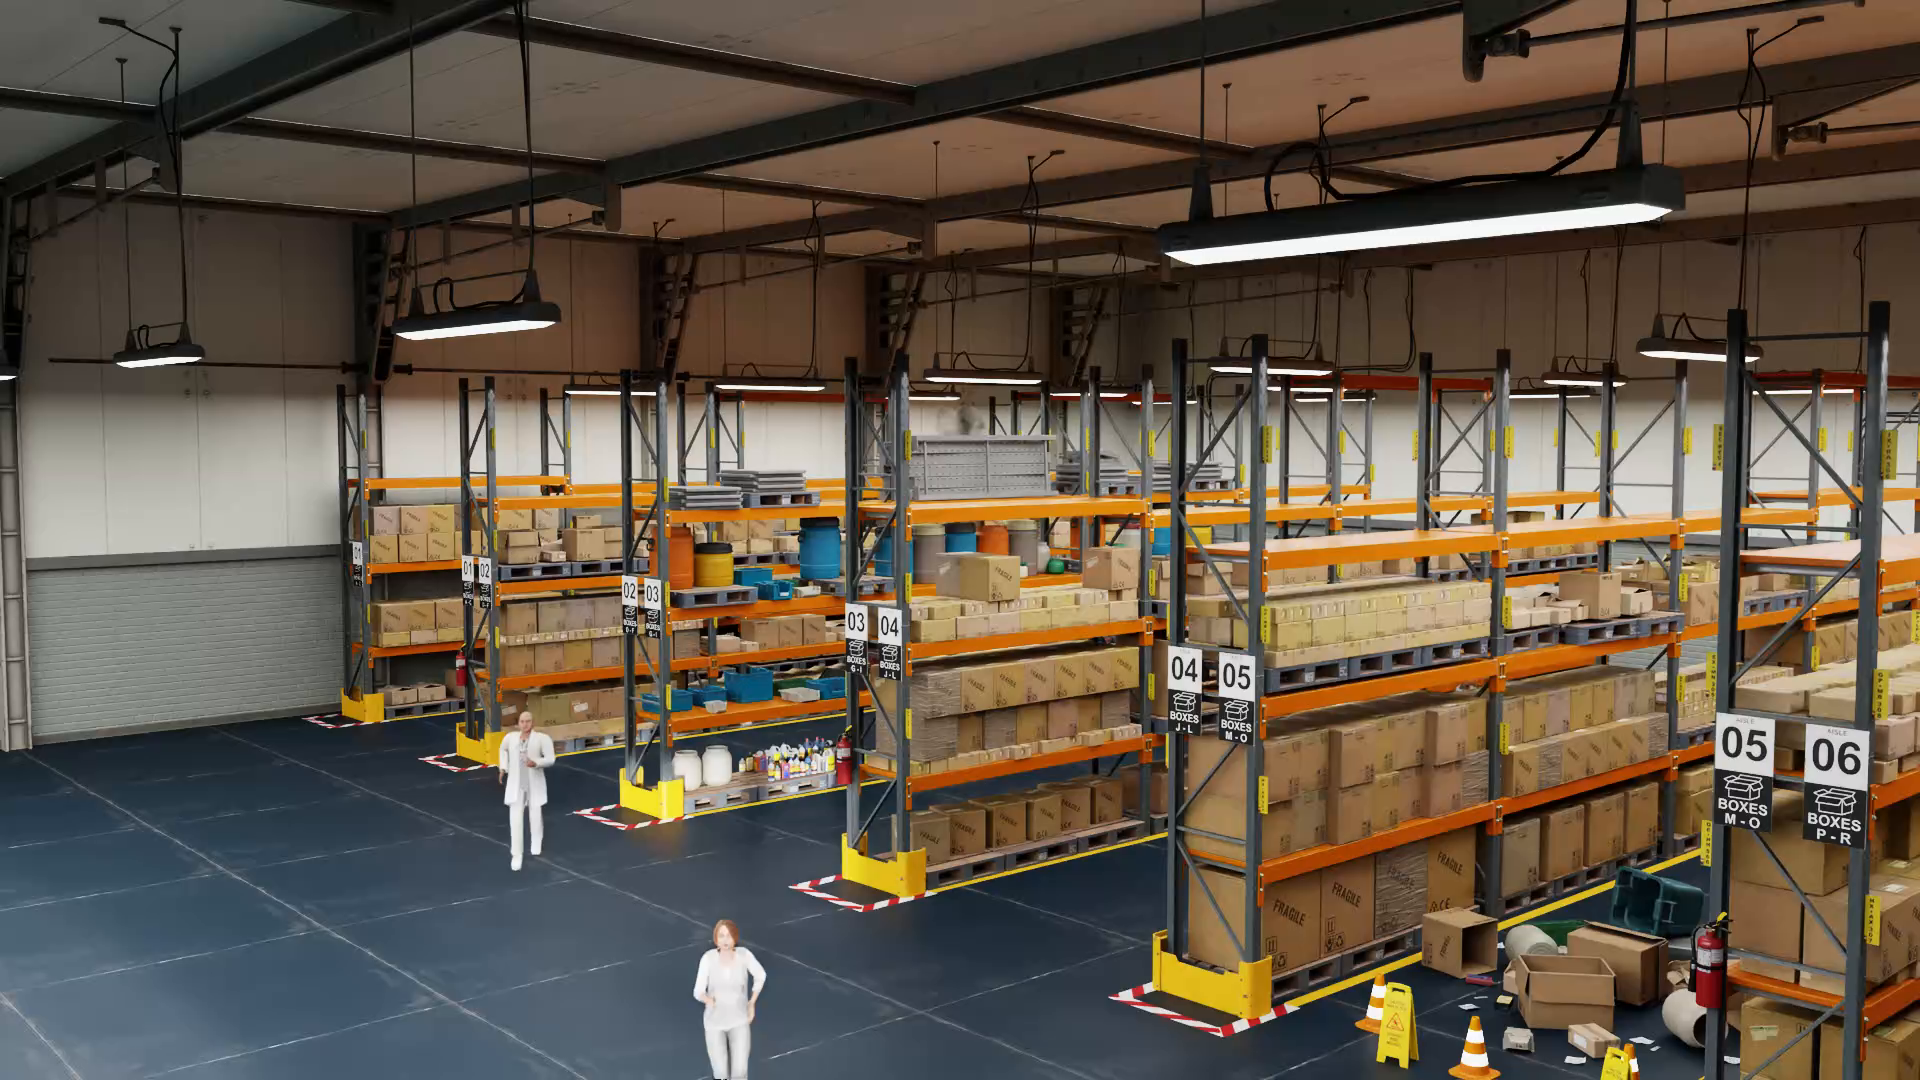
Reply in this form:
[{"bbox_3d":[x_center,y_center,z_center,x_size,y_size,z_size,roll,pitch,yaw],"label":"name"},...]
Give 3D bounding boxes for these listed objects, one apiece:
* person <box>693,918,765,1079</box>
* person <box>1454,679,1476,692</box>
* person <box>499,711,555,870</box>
[{"bbox_3d":[-1.691,3.571,12.168,0.516,1.584,0.608,0,4,-4],"label":"person"},{"bbox_3d":[7.237,2.712,23.722,0.633,1.822,0.825,3,5,42],"label":"person"},{"bbox_3d":[-5.179,2.941,19.876,0.693,1.794,0.991,0,4,-7],"label":"person"}]
